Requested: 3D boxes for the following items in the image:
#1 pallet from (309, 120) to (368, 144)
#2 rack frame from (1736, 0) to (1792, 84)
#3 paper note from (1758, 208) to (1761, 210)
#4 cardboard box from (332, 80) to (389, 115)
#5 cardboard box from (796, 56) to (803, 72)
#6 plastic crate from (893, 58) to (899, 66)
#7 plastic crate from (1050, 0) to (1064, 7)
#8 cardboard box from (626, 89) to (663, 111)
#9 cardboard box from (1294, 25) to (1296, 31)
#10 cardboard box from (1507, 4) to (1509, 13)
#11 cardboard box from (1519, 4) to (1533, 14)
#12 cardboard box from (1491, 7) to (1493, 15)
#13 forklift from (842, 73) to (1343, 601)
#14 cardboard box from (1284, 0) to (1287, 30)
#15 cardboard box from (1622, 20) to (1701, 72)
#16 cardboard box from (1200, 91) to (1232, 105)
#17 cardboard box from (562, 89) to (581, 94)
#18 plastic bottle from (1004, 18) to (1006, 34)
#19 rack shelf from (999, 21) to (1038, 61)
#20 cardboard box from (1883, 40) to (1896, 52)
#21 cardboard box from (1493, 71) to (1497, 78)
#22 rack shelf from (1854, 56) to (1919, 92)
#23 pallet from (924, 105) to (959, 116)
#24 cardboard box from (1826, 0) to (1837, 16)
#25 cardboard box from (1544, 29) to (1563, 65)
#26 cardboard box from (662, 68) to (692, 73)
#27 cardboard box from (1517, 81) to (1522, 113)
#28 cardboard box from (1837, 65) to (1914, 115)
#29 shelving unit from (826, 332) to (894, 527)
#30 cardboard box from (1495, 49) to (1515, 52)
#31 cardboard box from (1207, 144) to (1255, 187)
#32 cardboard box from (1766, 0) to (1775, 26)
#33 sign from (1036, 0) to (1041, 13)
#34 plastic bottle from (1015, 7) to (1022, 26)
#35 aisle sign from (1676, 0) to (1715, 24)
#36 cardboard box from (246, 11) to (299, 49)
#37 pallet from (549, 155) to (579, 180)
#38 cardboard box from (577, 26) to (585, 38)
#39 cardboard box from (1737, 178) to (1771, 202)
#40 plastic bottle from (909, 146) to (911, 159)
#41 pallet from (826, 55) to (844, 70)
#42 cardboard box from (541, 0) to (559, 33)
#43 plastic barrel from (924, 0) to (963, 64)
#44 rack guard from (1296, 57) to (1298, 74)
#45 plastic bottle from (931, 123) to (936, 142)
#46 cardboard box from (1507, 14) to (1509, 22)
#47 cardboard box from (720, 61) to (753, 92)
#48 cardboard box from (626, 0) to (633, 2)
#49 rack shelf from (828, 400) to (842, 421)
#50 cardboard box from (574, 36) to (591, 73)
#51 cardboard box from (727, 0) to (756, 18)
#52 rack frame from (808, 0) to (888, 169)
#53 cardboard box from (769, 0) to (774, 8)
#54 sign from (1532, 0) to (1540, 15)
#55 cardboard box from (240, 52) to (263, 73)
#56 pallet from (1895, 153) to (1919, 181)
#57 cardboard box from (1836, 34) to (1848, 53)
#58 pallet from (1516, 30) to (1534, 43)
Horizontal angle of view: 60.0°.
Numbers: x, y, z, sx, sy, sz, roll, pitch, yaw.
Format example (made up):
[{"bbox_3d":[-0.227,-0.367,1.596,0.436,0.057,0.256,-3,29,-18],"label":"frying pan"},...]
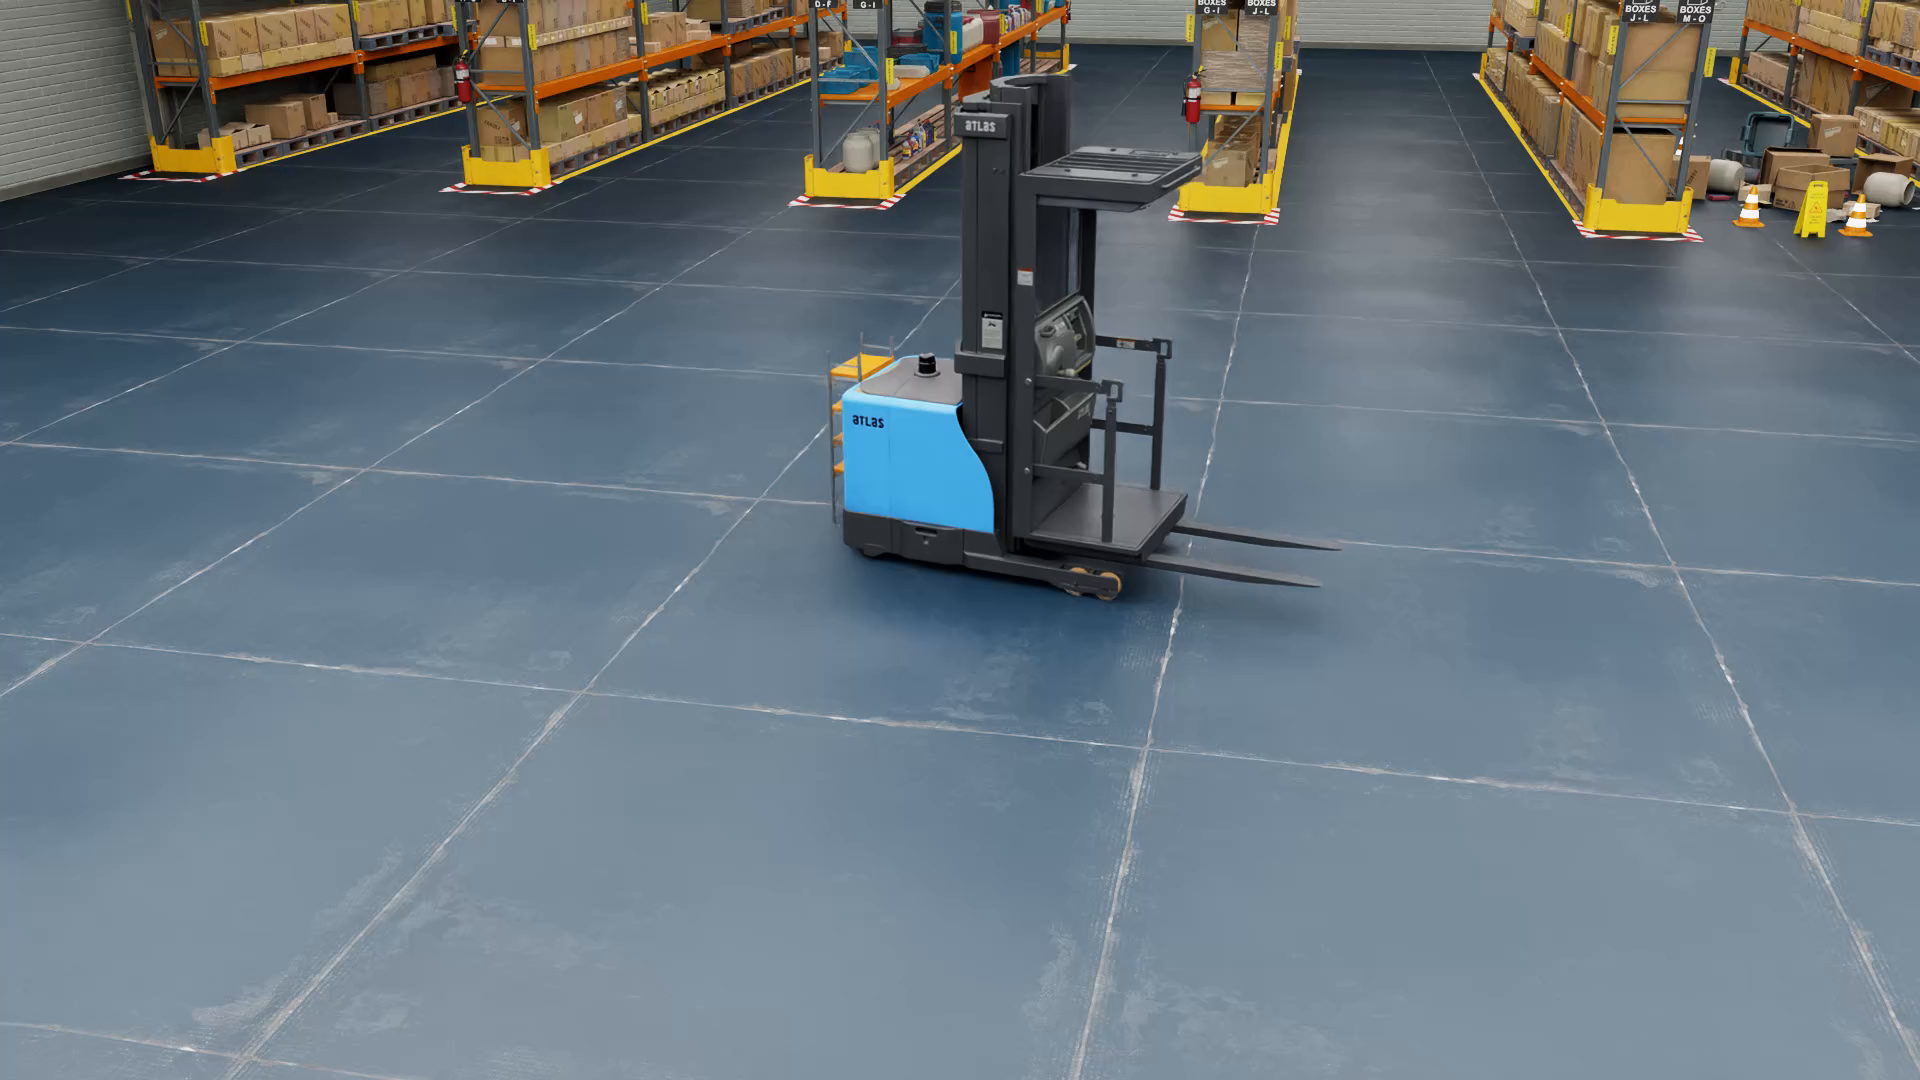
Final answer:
[{"bbox_3d":[-10.435,-6.672,27.137,1.003,0.211,1.213,4,22,11],"label":"pallet"},{"bbox_3d":[16.365,-10.714,33.441,1.000,3.000,0.127,4,22,11],"label":"rack frame"},{"bbox_3d":[10.207,-4.254,21.376,0.144,0.017,0.142,13,25,29],"label":"paper note"},{"bbox_3d":[-10.199,-7.529,28.289,0.700,0.500,0.500,5,23,13],"label":"cardboard box"},{"bbox_3d":[-3.553,-9.857,34.323,0.500,0.311,0.500,4,22,11],"label":"cardboard box"},{"bbox_3d":[-1.188,-6.885,24.218,0.450,0.188,0.662,4,22,11],"label":"plastic crate"},{"bbox_3d":[1.929,-11.754,35.897,0.616,0.435,0.499,4,22,11],"label":"plastic crate"},{"bbox_3d":[-5.155,-7.149,26.957,0.500,0.311,0.500,5,22,11],"label":"cardboard box"},{"bbox_3d":[6.425,-10.106,34.212,0.875,0.875,0.875,4,22,11],"label":"cardboard box"},{"bbox_3d":[10.100,-9.604,30.060,0.380,0.149,0.250,4,22,10],"label":"cardboard box"},{"bbox_3d":[9.675,-8.982,28.119,0.380,0.149,0.250,5,22,13],"label":"cardboard box"},{"bbox_3d":[11.111,-10.844,34.101,0.380,0.149,0.250,4,22,10],"label":"cardboard box"},{"bbox_3d":[0.819,-1.223,9.966,3.031,2.935,1.130,9,24,21],"label":"forklift"},{"bbox_3d":[4.392,-7.543,23.698,0.500,0.500,0.500,4,22,11],"label":"cardboard box"},{"bbox_3d":[8.347,-5.906,19.857,0.875,0.550,0.550,4,22,11],"label":"cardboard box"},{"bbox_3d":[3.254,-5.621,21.132,0.380,0.149,0.250,4,22,11],"label":"cardboard box"},{"bbox_3d":[-6.088,-6.593,25.323,0.500,0.500,0.500,4,22,11],"label":"cardboard box"},{"bbox_3d":[0.800,-9.300,30.086,0.061,0.283,0.133,4,22,11],"label":"plastic bottle"},{"bbox_3d":[0.590,-9.319,30.940,1.077,0.370,4.000,4,22,11],"label":"rack shelf"},{"bbox_3d":[14.216,-7.465,25.149,0.380,0.149,0.250,5,22,11],"label":"cardboard box"},{"bbox_3d":[10.775,-9.193,32.918,0.380,0.149,0.250,4,22,11],"label":"cardboard box"},{"bbox_3d":[14.324,-6.723,24.494,1.077,0.370,4.000,4,22,11],"label":"rack shelf"},{"bbox_3d":[-0.014,-7.347,28.814,1.003,0.211,1.213,4,22,11],"label":"pallet"},{"bbox_3d":[14.896,-9.061,27.865,0.500,0.500,0.500,4,22,10],"label":"cardboard box"},{"bbox_3d":[9.202,-7.479,25.274,0.500,0.500,0.500,4,22,10],"label":"cardboard box"},{"bbox_3d":[-5.061,-8.310,29.841,0.500,0.311,0.500,5,23,13],"label":"cardboard box"},{"bbox_3d":[9.854,-7.614,28.528,0.500,0.500,0.500,5,23,13],"label":"cardboard box"},{"bbox_3d":[14.954,-7.244,27.106,0.875,0.875,0.875,4,22,10],"label":"cardboard box"},{"bbox_3d":[-0.645,-0.722,11.038,0.258,1.200,0.503,9,24,21],"label":"shelving unit"},{"bbox_3d":[11.120,-9.927,33.944,0.380,0.149,0.250,5,22,12],"label":"cardboard box"},{"bbox_3d":[3.542,-4.880,21.740,0.500,0.500,0.500,9,24,21],"label":"cardboard box"},{"bbox_3d":[15.702,-10.050,31.660,0.500,0.500,0.500,5,23,13],"label":"cardboard box"},{"bbox_3d":[1.536,-10.470,32.464,0.100,0.325,0.005,4,22,11],"label":"sign"},{"bbox_3d":[1.093,-9.932,31.567,0.144,0.351,0.185,4,22,11],"label":"plastic bottle"},{"bbox_3d":[8.512,-6.360,19.150,0.394,0.787,0.004,4,22,11],"label":"aisle sign"},{"bbox_3d":[-10.442,-7.748,25.247,0.500,0.500,0.500,5,23,13],"label":"cardboard box"},{"bbox_3d":[-6.184,-5.364,23.889,1.003,0.211,1.213,4,22,11],"label":"pallet"},{"bbox_3d":[-5.694,-7.411,24.237,0.380,0.149,0.250,5,22,11],"label":"cardboard box"},{"bbox_3d":[10.502,-4.628,21.990,0.396,0.266,0.258,8,23,20],"label":"cardboard box"},{"bbox_3d":[-0.754,-5.579,23.847,0.097,0.201,0.097,0,22,0],"label":"plastic bottle"},{"bbox_3d":[-3.211,-10.613,36.923,1.003,0.211,1.213,4,22,11],"label":"pallet"},{"bbox_3d":[-6.078,-7.404,23.353,0.700,0.500,0.500,4,22,10],"label":"cardboard box"},{"bbox_3d":[-0.259,-7.809,25.557,0.600,0.901,0.708,4,22,11],"label":"plastic barrel"},{"bbox_3d":[6.668,-10.319,35.805,1.175,0.500,0.348,4,22,11],"label":"rack guard"},{"bbox_3d":[-0.410,-6.201,25.283,0.061,0.283,0.133,6,23,14],"label":"plastic bottle"},{"bbox_3d":[10.046,-9.368,29.872,0.380,0.149,0.250,5,22,11],"label":"cardboard box"},{"bbox_3d":[-4.193,-8.681,31.151,0.500,0.500,0.500,4,22,9],"label":"cardboard box"},{"bbox_3d":[-7.979,-12.554,37.608,0.980,0.700,0.700,5,23,13],"label":"cardboard box"},{"bbox_3d":[-0.646,-0.867,10.980,0.258,0.148,0.480,9,24,21],"label":"rack shelf"},{"bbox_3d":[-5.878,-7.157,24.475,0.700,0.500,0.500,5,23,13],"label":"cardboard box"},{"bbox_3d":[-4.275,-10.100,31.221,0.700,0.500,0.500,9,24,21],"label":"cardboard box"},{"bbox_3d":[-1.451,-5.995,21.725,1.000,3.000,0.127,4,22,11],"label":"rack frame"},{"bbox_3d":[-3.999,-11.012,34.047,0.500,0.500,0.500,5,22,12],"label":"cardboard box"},{"bbox_3d":[9.332,-8.667,26.914,0.100,0.325,0.005,4,22,11],"label":"sign"},{"bbox_3d":[-10.647,-7.036,24.482,0.500,0.250,0.500,4,22,9],"label":"cardboard box"},{"bbox_3d":[14.073,-5.317,23.772,1.003,0.211,1.213,4,22,11],"label":"pallet"},{"bbox_3d":[14.670,-8.111,27.180,0.500,0.250,0.500,5,22,12],"label":"cardboard box"},{"bbox_3d":[10.229,-8.767,28.863,1.003,0.211,1.213,4,22,11],"label":"pallet"}]
